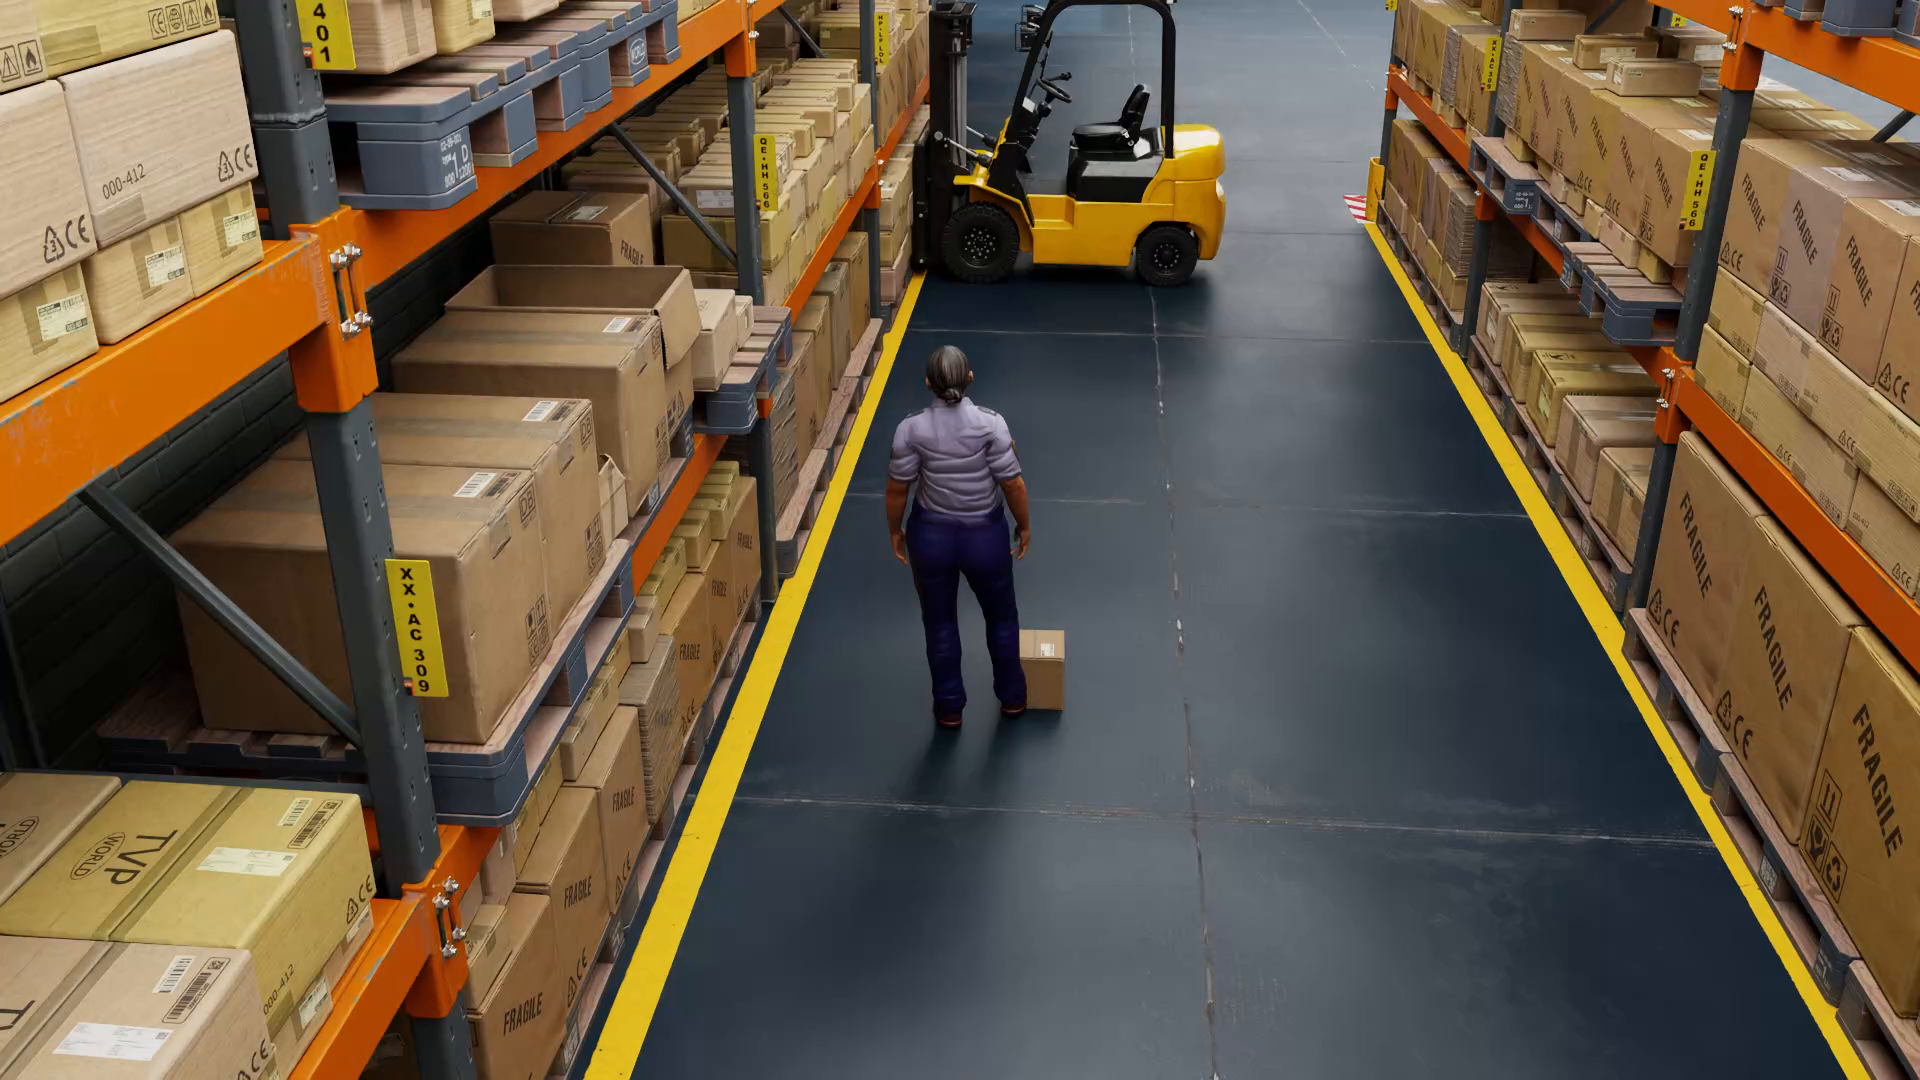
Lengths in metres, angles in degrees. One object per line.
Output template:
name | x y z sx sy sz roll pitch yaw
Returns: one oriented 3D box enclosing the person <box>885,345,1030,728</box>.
person | 0.018 -0.027 6.657 0.599 1.651 0.504 2 25 4
